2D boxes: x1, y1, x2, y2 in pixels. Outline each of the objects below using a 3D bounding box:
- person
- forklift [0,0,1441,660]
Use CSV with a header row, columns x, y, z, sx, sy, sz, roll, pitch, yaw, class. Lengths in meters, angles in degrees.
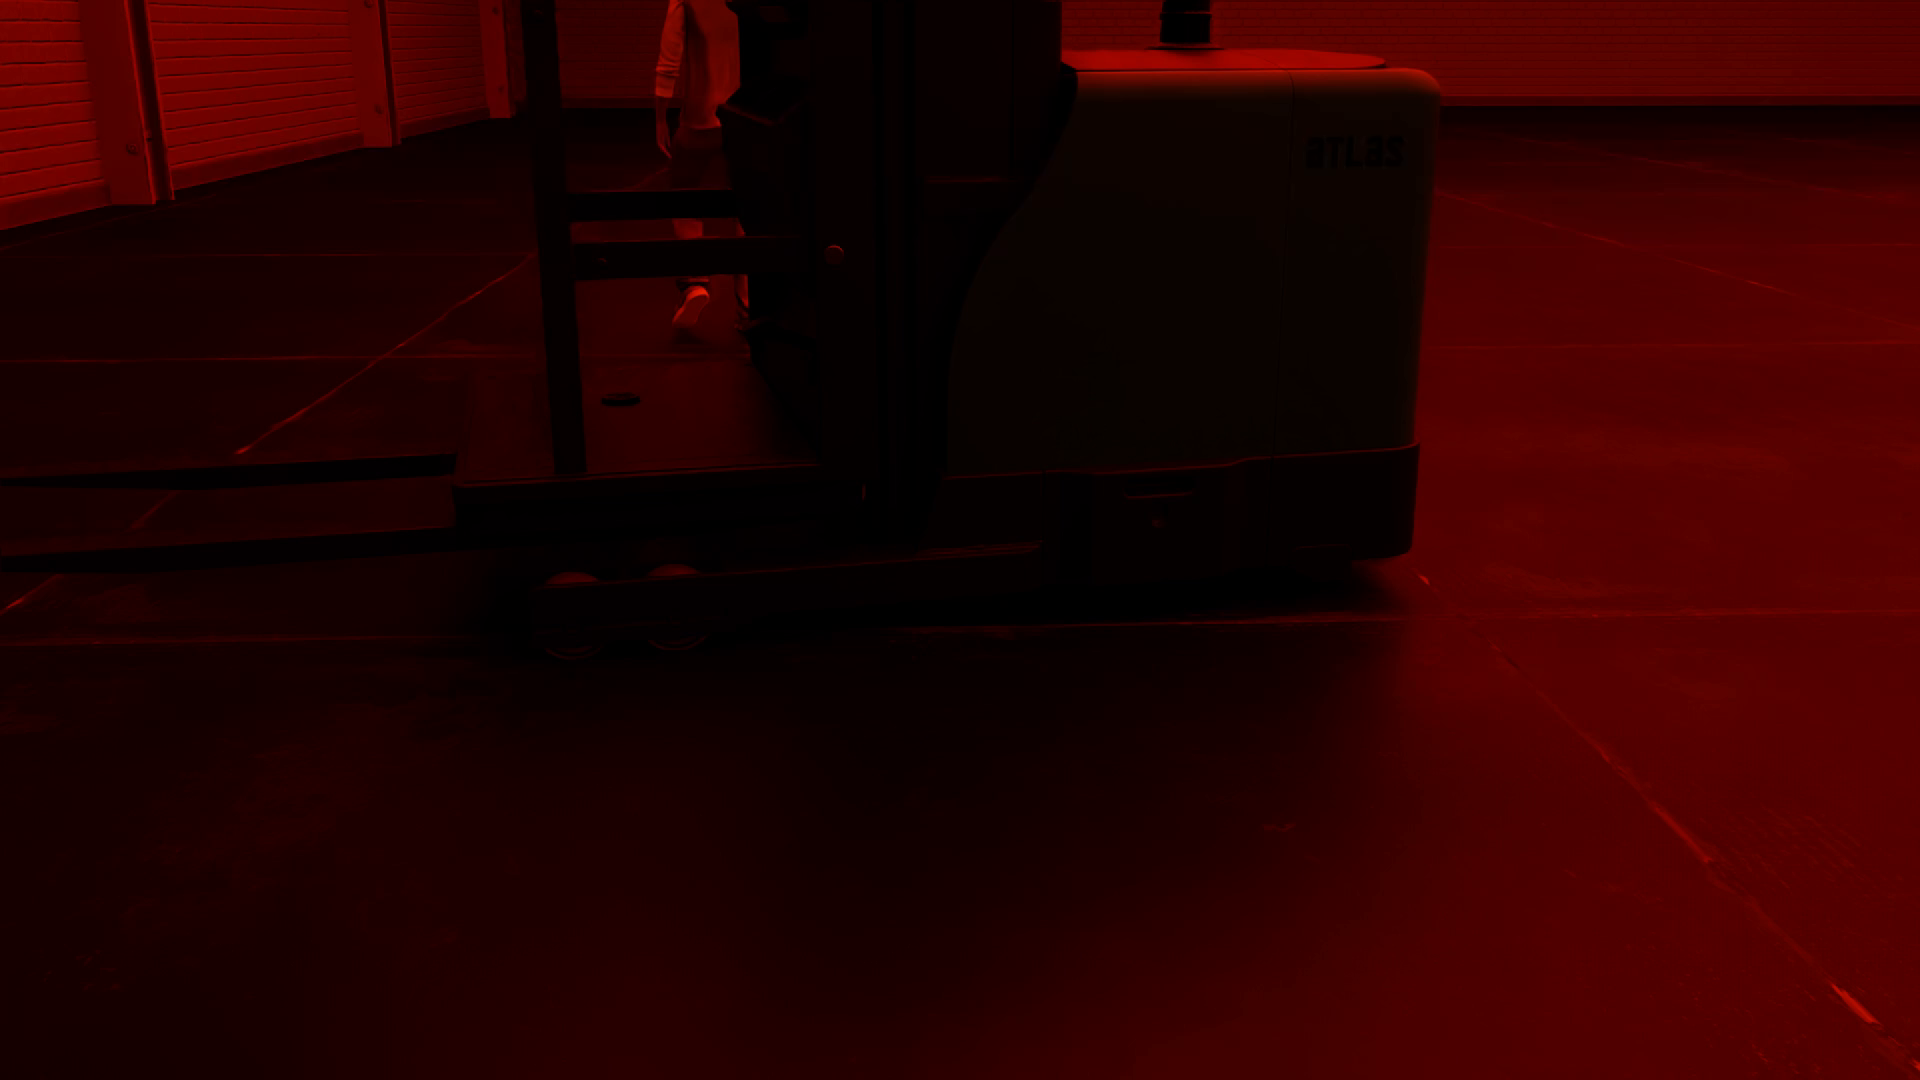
x,y,z,sx,sy,sz,roll,pitch,yaw,class
-0.926,-1.599,6.463,0.519,1.584,0.447,-5,18,-17,person
-0.589,-1.343,3.297,3.031,2.935,1.130,-4,18,-13,forklift
